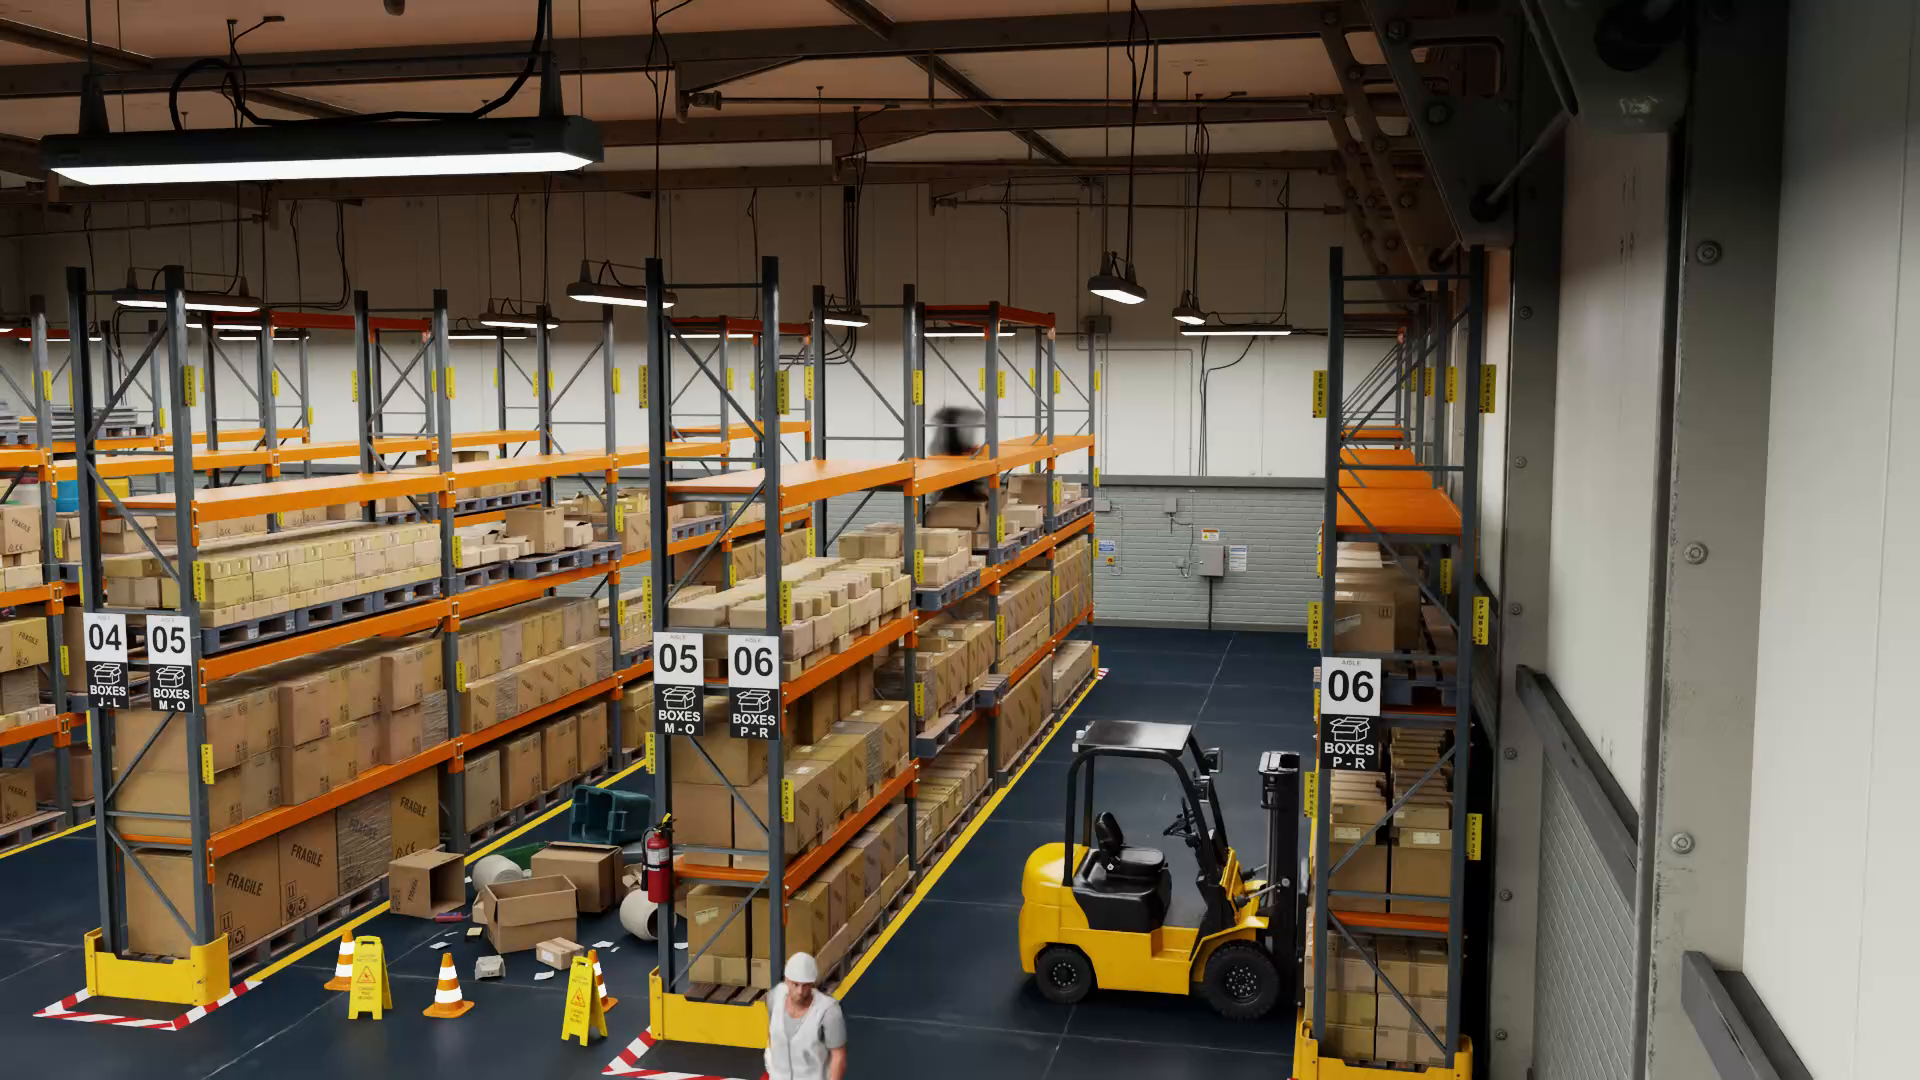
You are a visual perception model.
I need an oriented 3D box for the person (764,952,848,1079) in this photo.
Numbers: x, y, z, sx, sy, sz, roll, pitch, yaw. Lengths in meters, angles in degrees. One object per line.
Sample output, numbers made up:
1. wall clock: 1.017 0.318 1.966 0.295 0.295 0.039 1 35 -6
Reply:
1. person: -0.971 3.285 10.080 0.662 1.728 0.618 2 6 17
